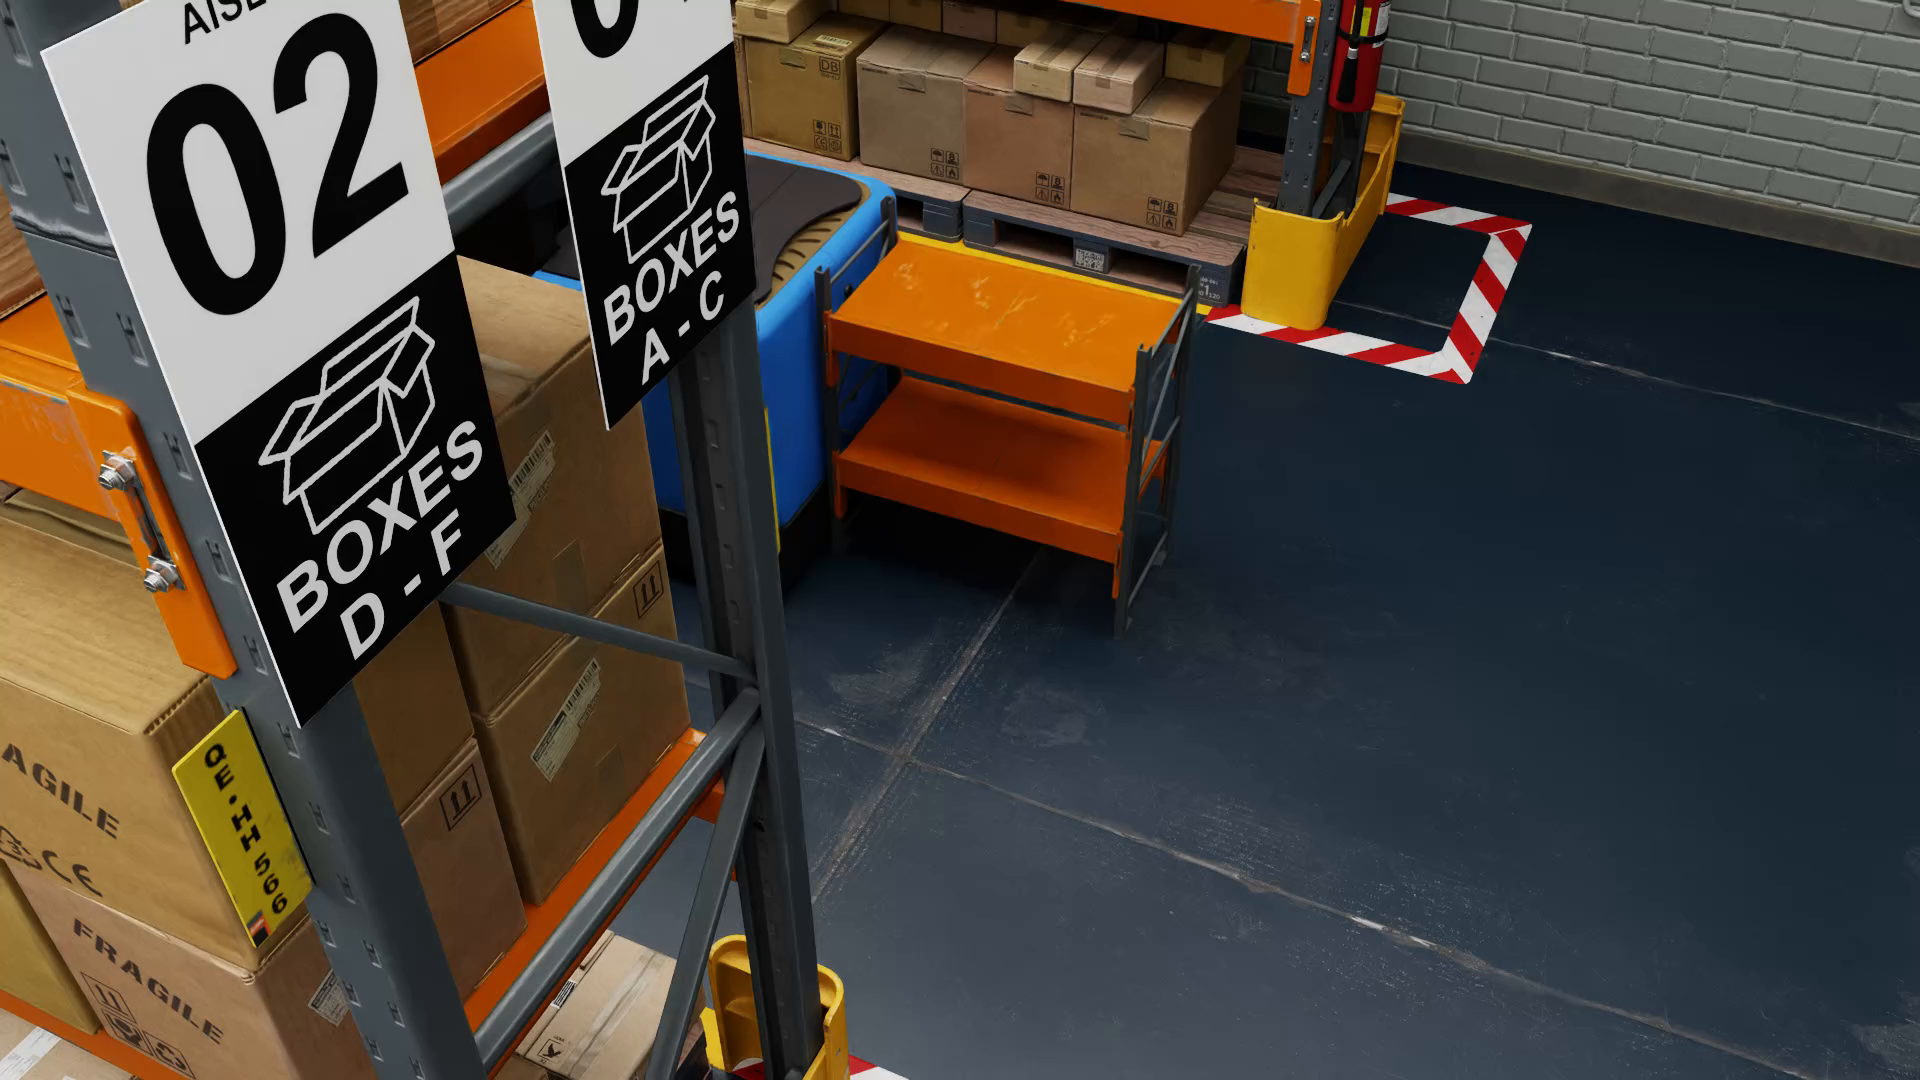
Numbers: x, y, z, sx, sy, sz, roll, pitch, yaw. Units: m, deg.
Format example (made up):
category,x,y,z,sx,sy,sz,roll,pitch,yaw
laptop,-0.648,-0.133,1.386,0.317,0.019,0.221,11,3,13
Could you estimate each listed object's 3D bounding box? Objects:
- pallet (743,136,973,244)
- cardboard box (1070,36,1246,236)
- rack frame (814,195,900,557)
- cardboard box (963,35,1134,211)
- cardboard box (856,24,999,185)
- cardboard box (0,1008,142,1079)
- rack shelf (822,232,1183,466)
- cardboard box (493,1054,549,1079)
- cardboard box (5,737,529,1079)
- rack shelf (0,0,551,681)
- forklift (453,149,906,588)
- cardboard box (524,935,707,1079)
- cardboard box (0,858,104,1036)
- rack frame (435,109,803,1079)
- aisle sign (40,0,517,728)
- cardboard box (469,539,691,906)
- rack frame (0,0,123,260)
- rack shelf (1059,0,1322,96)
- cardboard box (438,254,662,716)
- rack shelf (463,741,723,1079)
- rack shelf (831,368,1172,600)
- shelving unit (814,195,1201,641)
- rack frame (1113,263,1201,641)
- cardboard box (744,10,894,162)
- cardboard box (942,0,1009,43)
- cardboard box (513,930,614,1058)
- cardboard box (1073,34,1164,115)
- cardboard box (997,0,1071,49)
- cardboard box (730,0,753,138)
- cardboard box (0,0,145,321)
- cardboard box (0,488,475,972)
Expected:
category,x,y,z,sx,sy,sz,roll,pitch,yaw
pallet,-0.347,-1.826,7.696,1.213,0.211,1.003,17,44,19
cardboard box,0.836,-1.715,7.026,0.500,0.500,0.700,17,44,19
rack frame,-0.321,-0.521,5.492,0.032,1.125,0.500,16,43,18
cardboard box,0.382,-1.853,7.186,0.500,0.500,0.700,17,44,19
cardboard box,-0.074,-1.992,7.346,0.500,0.500,0.700,16,43,17
cardboard box,-2.024,1.163,3.882,0.500,0.250,0.500,17,44,19
rack shelf,0.144,-0.608,5.146,1.000,0.278,0.538,16,43,18
cardboard box,-1.175,1.349,3.476,0.500,0.500,0.500,17,44,19
cardboard box,-1.099,0.575,2.720,0.500,0.500,0.500,18,44,20
rack shelf,-2.391,-0.840,2.689,4.000,0.370,1.077,17,44,19
forklift,-1.757,-1.579,5.334,3.031,2.935,1.130,16,43,18
cardboard box,-0.813,1.166,3.955,0.250,0.149,0.380,17,44,19
cardboard box,-1.571,0.433,2.884,0.500,0.500,0.500,17,44,19
rack frame,-0.577,0.573,2.799,0.053,2.616,0.949,17,44,19
aisle sign,-0.646,-0.207,1.713,0.004,0.787,0.394,17,44,19
cardboard box,-0.869,0.258,3.086,0.500,0.500,0.500,18,44,20
rack frame,-0.578,-1.692,0.832,0.127,3.000,1.000,17,44,19
rack shelf,-0.300,-2.648,7.064,4.000,0.370,1.077,17,44,19
cardboard box,-0.869,-0.120,2.759,0.500,0.500,0.500,18,44,20
rack shelf,-2.391,0.219,3.607,3.809,0.124,0.919,17,44,19
rack shelf,0.144,-0.202,5.497,1.000,0.278,0.538,16,43,18
shelving unit,0.144,-0.387,5.337,1.048,1.125,0.538,16,43,18
rack frame,0.609,-0.252,5.182,0.032,1.125,0.500,16,43,18
cardboard box,-0.560,-2.136,7.512,0.500,0.500,0.700,18,44,20
cardboard box,0.117,-2.324,7.233,0.250,0.149,0.380,18,44,19
cardboard box,-1.039,1.090,4.029,0.250,0.166,0.380,17,44,19
cardboard box,0.643,-1.887,6.730,0.250,0.149,0.380,16,44,18
cardboard box,0.348,-2.253,7.152,0.250,0.149,0.380,17,44,19
cardboard box,-1.024,-2.279,7.677,0.500,0.500,0.700,17,44,18
cardboard box,-1.155,-0.488,1.847,0.500,0.250,0.500,17,44,19
cardboard box,-1.098,0.199,2.390,0.500,0.500,0.500,17,44,18
